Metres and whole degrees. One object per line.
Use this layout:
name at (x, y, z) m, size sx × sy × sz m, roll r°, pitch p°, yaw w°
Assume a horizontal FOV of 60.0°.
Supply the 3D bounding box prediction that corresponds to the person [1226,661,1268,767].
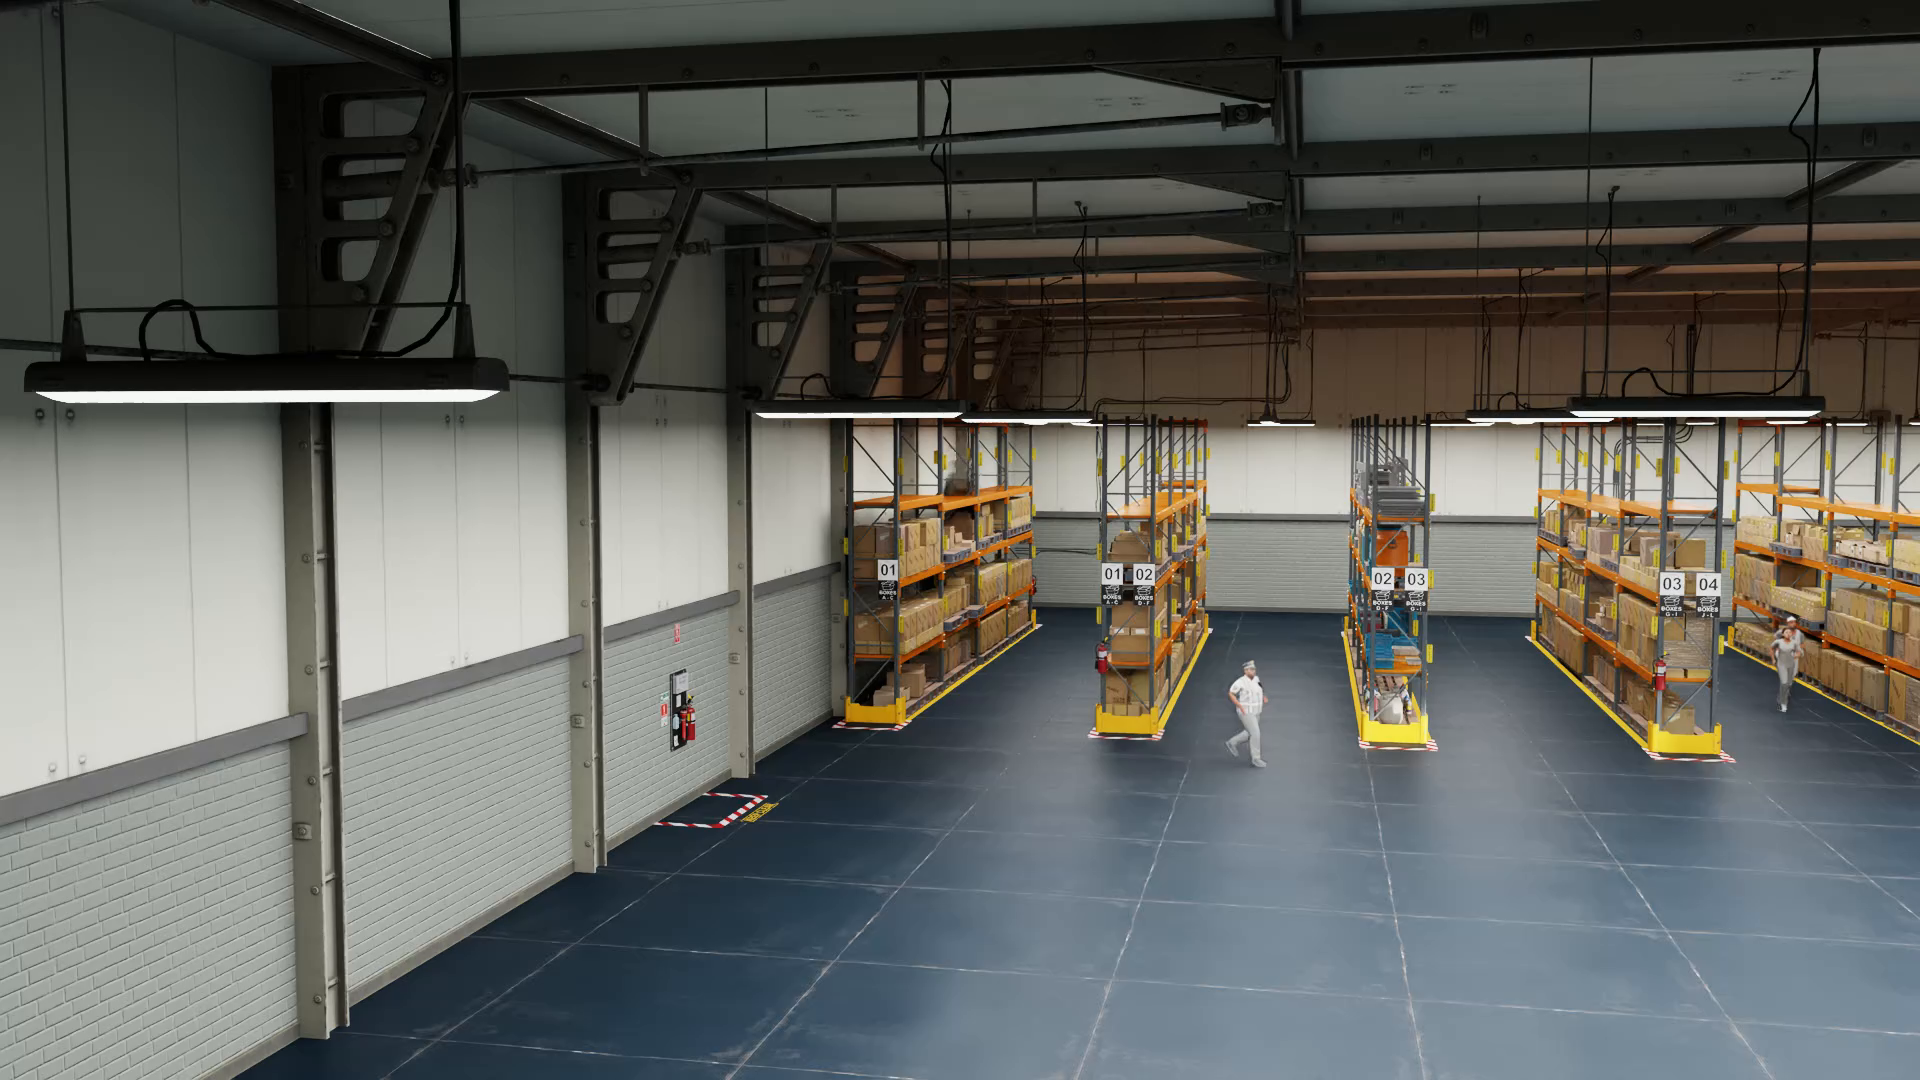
person at (4.940, 2.950, 28.482) m, size 0.856 × 1.791 × 0.651 m, roll 4°, pitch 5°, yaw 44°

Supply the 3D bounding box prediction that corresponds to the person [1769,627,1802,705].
person at (16.891, 2.554, 34.008) m, size 0.554 × 1.571 × 0.750 m, roll 1°, pitch 4°, yaw 8°

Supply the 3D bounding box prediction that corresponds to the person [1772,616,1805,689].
person at (17.700, 2.456, 35.455) m, size 0.589 × 1.665 × 0.723 m, roll 0°, pitch 4°, yaw 6°
